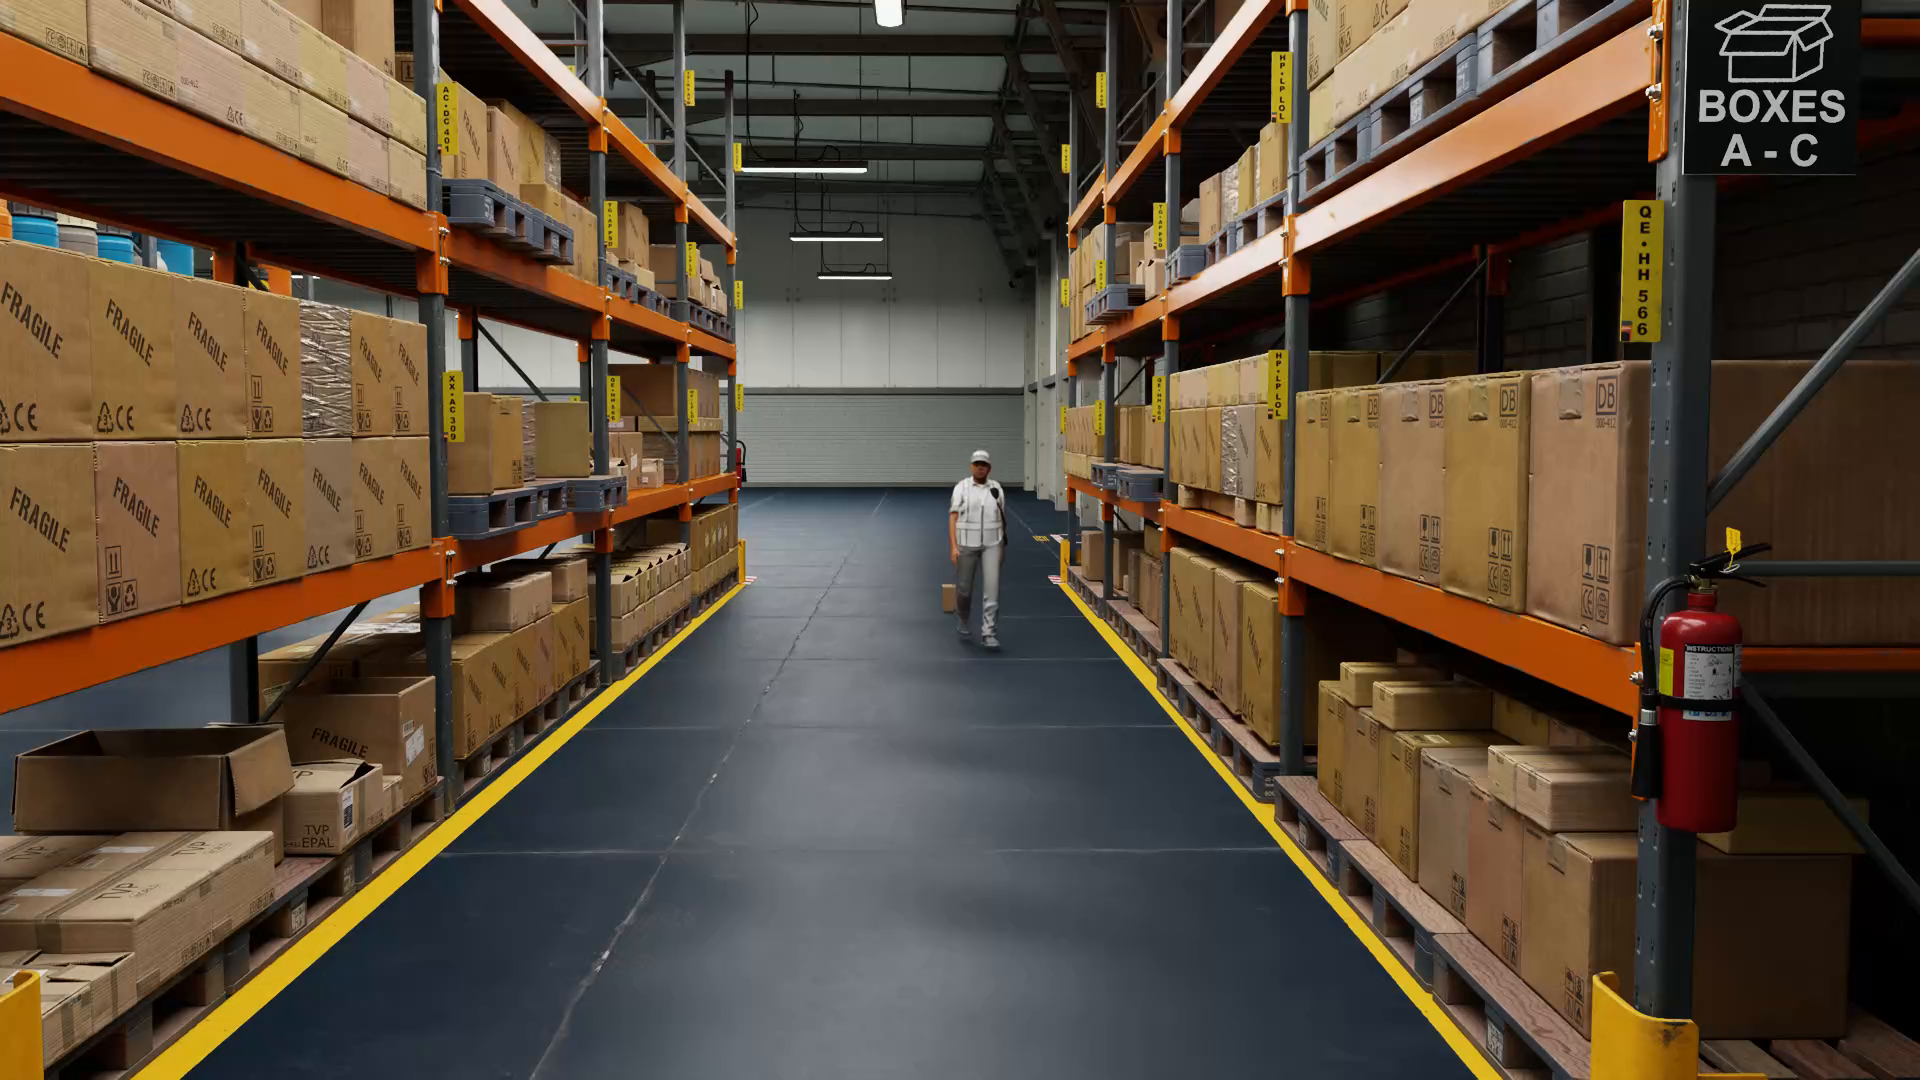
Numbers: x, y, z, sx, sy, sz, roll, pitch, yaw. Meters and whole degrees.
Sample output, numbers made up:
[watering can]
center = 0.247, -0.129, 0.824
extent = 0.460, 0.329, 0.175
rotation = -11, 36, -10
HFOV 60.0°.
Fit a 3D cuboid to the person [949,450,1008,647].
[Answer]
[person]
center = 0.150, 0.055, 14.032
extent = 0.497, 1.625, 0.863
rotation = 0, 4, -6
